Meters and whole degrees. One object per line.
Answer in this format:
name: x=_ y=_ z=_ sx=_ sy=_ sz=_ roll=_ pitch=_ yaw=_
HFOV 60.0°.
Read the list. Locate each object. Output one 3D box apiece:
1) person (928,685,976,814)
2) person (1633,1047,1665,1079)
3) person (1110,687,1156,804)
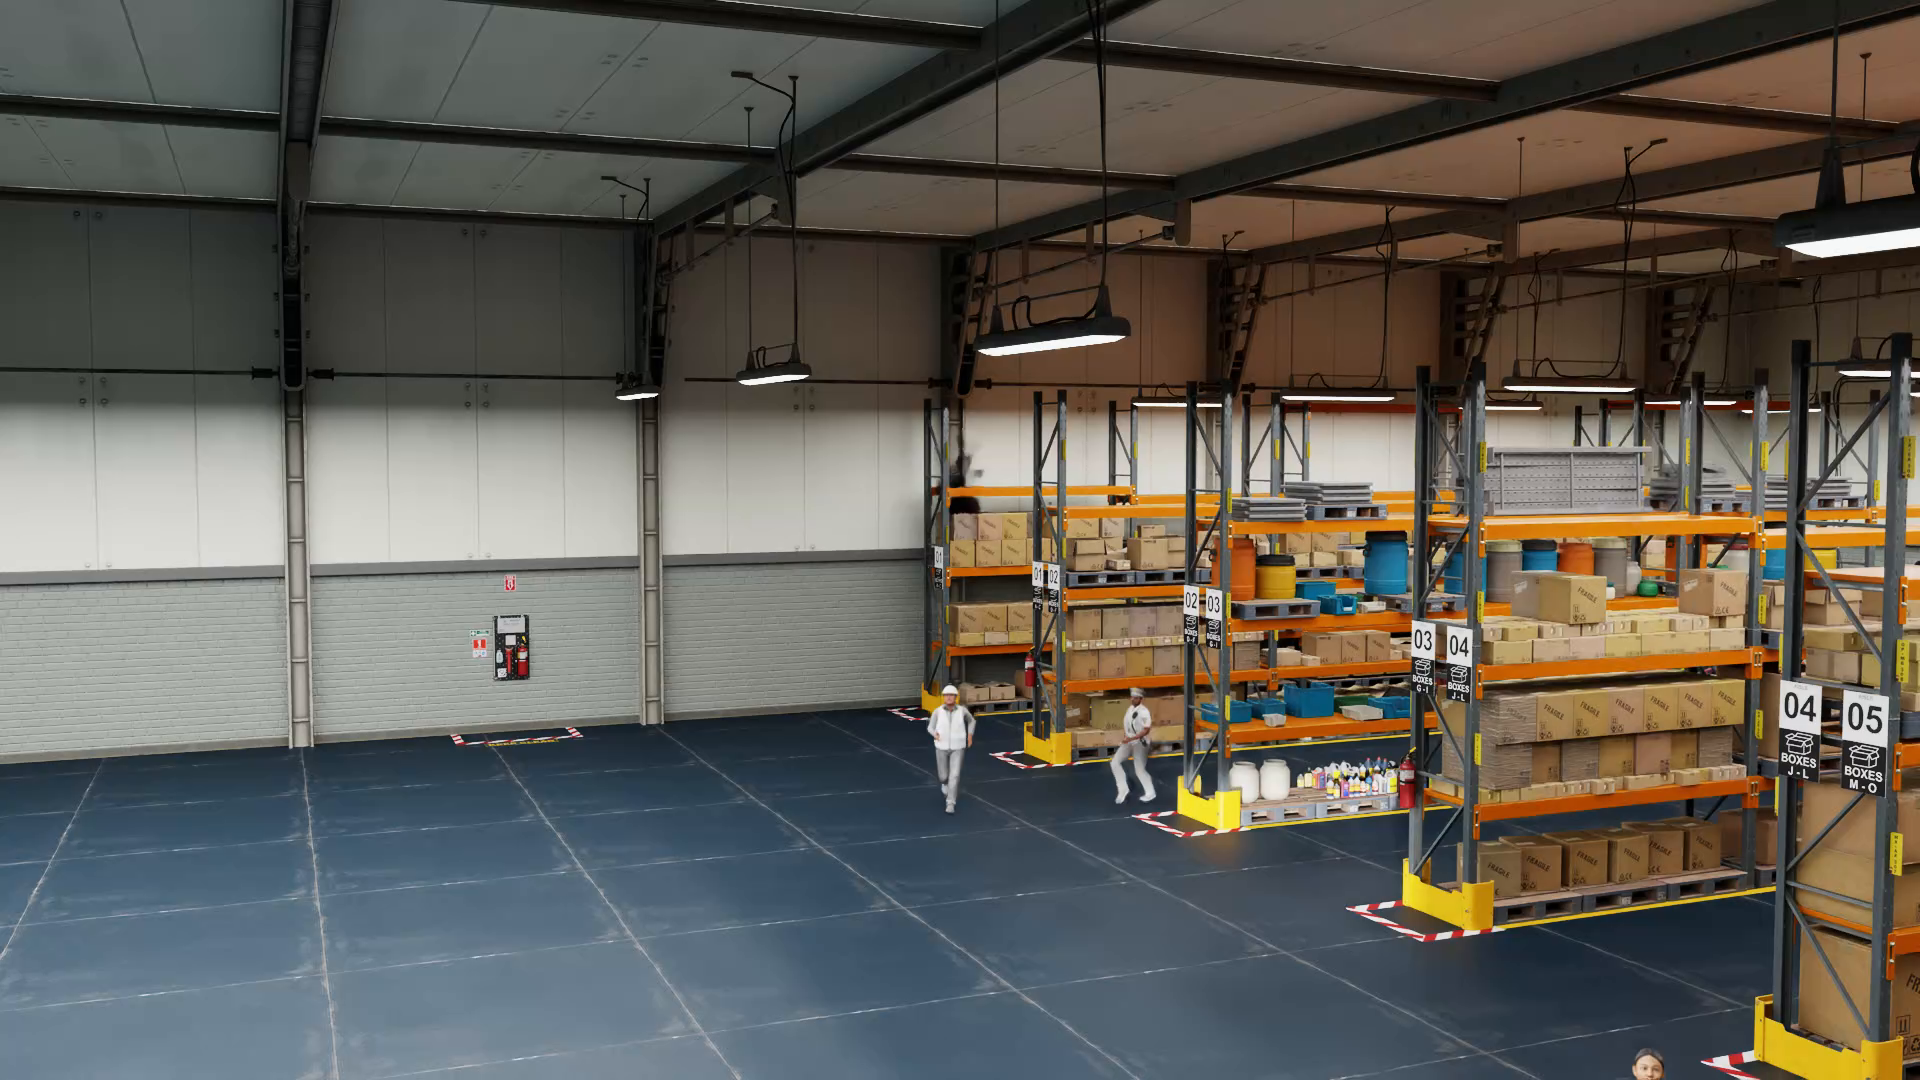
person: x=-0.123 y=2.916 z=23.367 sx=0.677 sy=1.743 sz=0.984 roll=0 pitch=3 yaw=3
person: x=4.036 y=3.791 z=9.686 sx=0.617 sy=1.623 sz=0.558 roll=1 pitch=4 yaw=21
person: x=2.513 y=2.938 z=23.745 sx=0.672 sy=1.709 sz=0.585 roll=-2 pitch=4 yaw=-31
